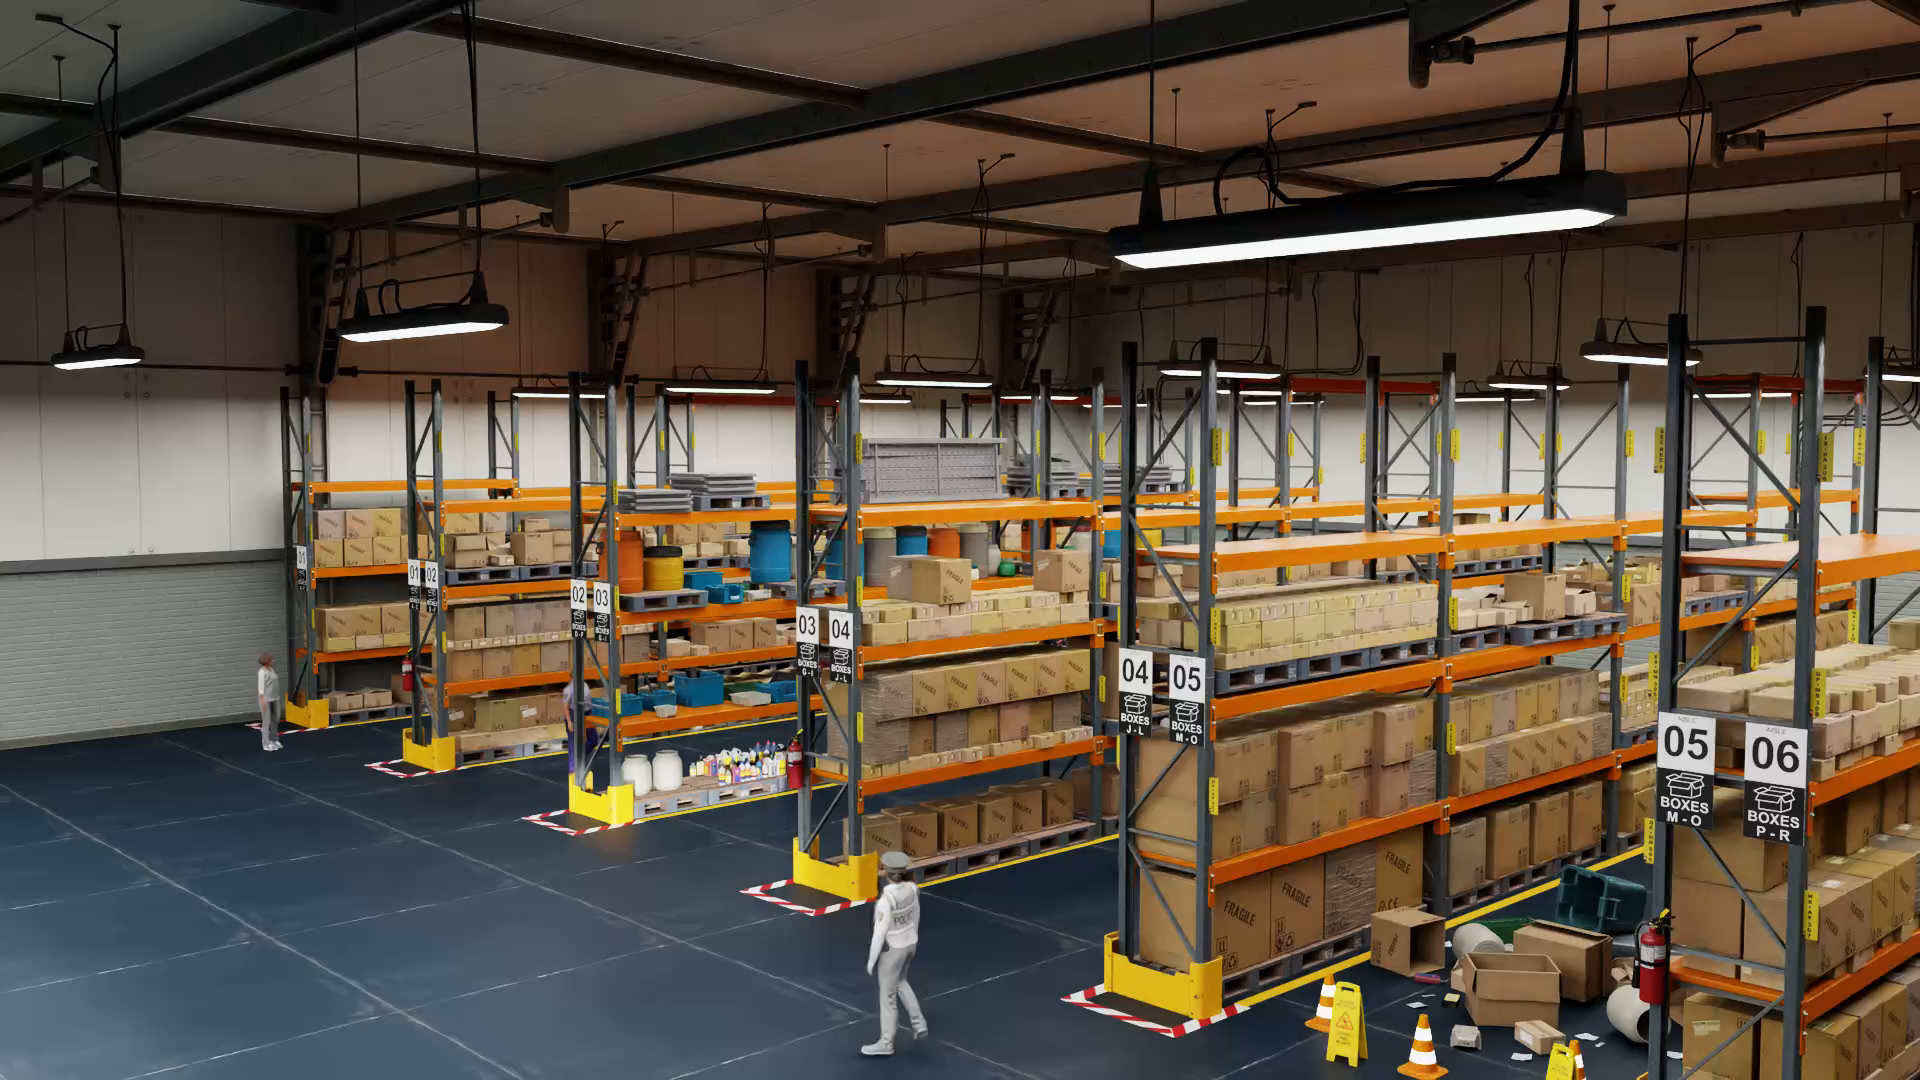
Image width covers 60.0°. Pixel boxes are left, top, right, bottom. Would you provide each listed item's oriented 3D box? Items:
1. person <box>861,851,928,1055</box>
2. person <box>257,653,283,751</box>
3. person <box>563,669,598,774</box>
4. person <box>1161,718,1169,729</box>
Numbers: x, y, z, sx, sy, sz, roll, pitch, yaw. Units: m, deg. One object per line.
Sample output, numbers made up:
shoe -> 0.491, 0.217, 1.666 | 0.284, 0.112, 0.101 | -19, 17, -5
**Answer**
person -> -0.531, 3.431, 13.888 | 0.454, 1.677, 0.575 | 2, 4, 28
person -> -11.282, 2.645, 27.185 | 0.367, 1.626, 0.502 | 1, 4, 16
person -> -5.754, 2.738, 25.157 | 0.504, 1.663, 0.616 | 3, 4, 35
person -> 2.450, 2.998, 19.846 | 0.550, 1.762, 0.521 | -1, 4, -12
